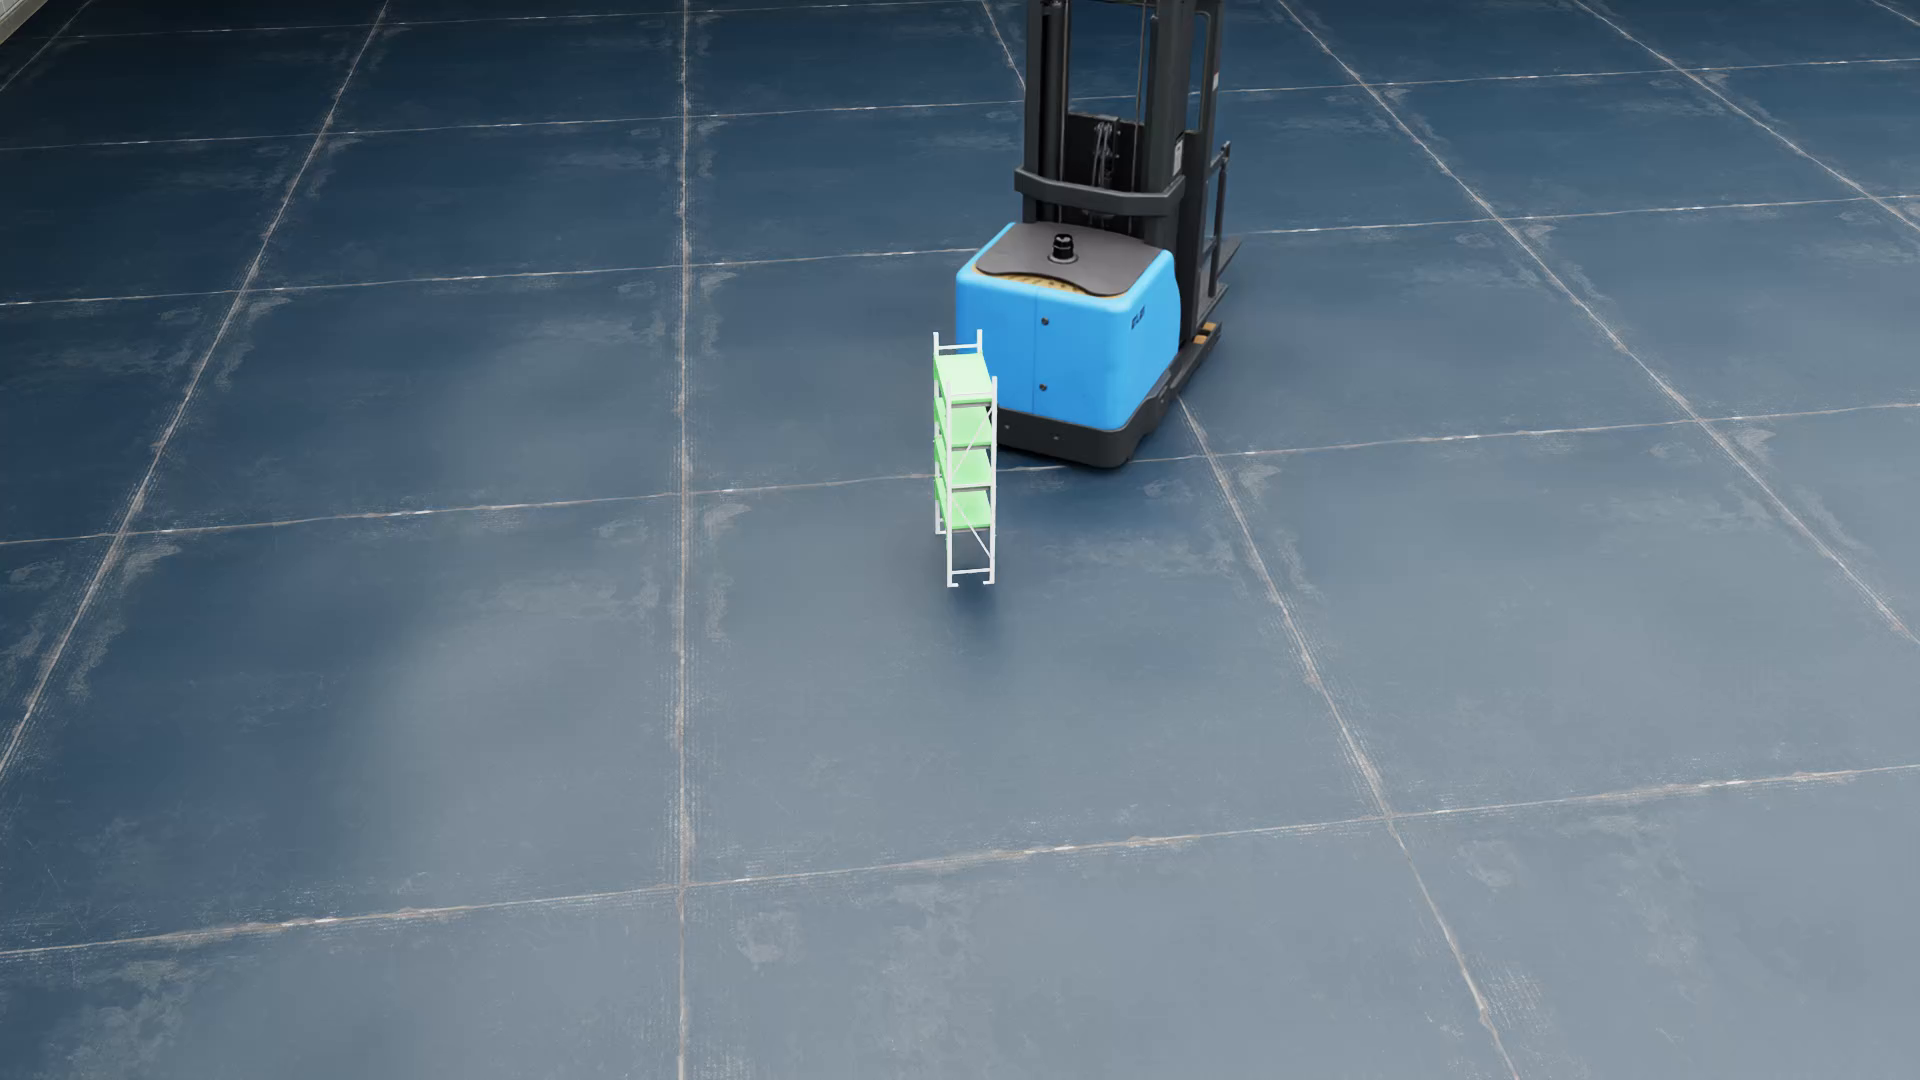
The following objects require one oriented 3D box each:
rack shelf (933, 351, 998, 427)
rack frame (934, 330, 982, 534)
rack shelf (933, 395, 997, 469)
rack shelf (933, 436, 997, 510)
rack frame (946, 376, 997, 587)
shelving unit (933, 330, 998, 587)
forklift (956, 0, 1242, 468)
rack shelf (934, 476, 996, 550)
[{"bbox_3d":[0.022,-0.747,8.171,0.258,0.148,0.480,-4,35,-6],"label":"rack shelf"},{"bbox_3d":[-0.011,-0.540,8.605,0.240,1.200,0.015,-4,35,-6],"label":"rack frame"},{"bbox_3d":[0.022,-0.549,8.306,0.258,0.148,0.480,-4,35,-6],"label":"rack shelf"},{"bbox_3d":[0.022,-0.351,8.441,0.258,0.148,0.480,-4,35,-6],"label":"rack shelf"},{"bbox_3d":[0.055,-0.267,8.205,0.240,1.200,0.015,-4,35,-6],"label":"rack frame"},{"bbox_3d":[0.022,-0.403,8.405,0.258,1.200,0.503,-4,35,-6],"label":"shelving unit"},{"bbox_3d":[1.031,-2.435,9.849,1.130,2.935,3.031,14,37,20],"label":"forklift"},{"bbox_3d":[0.022,-0.152,8.576,0.258,0.148,0.480,-4,35,-6],"label":"rack shelf"}]
